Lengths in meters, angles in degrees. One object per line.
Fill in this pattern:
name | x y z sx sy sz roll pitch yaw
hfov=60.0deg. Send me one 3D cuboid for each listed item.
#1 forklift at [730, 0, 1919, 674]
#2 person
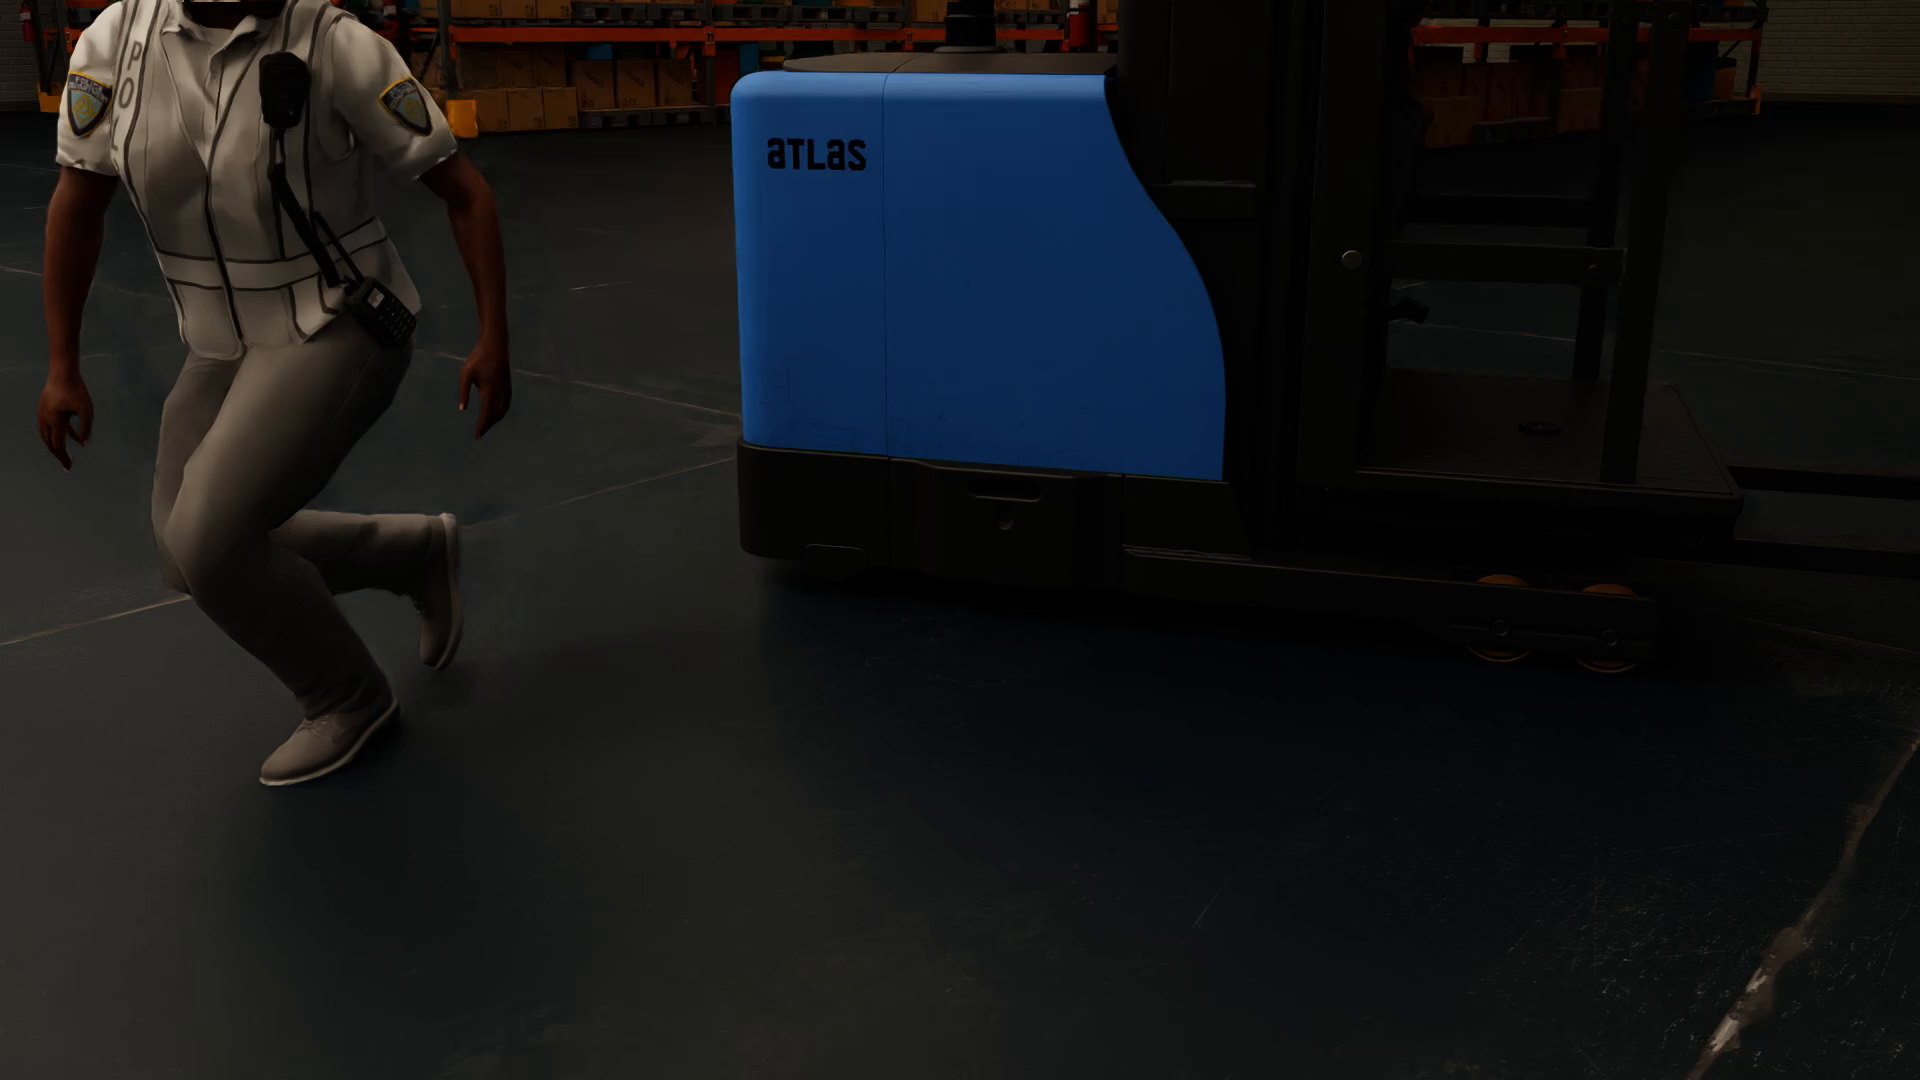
forklift | 1.093 -1.324 3.257 3.031 2.935 1.130 5 18 16
person | -1.009 -0.350 2.670 0.610 1.451 0.682 6 18 20
